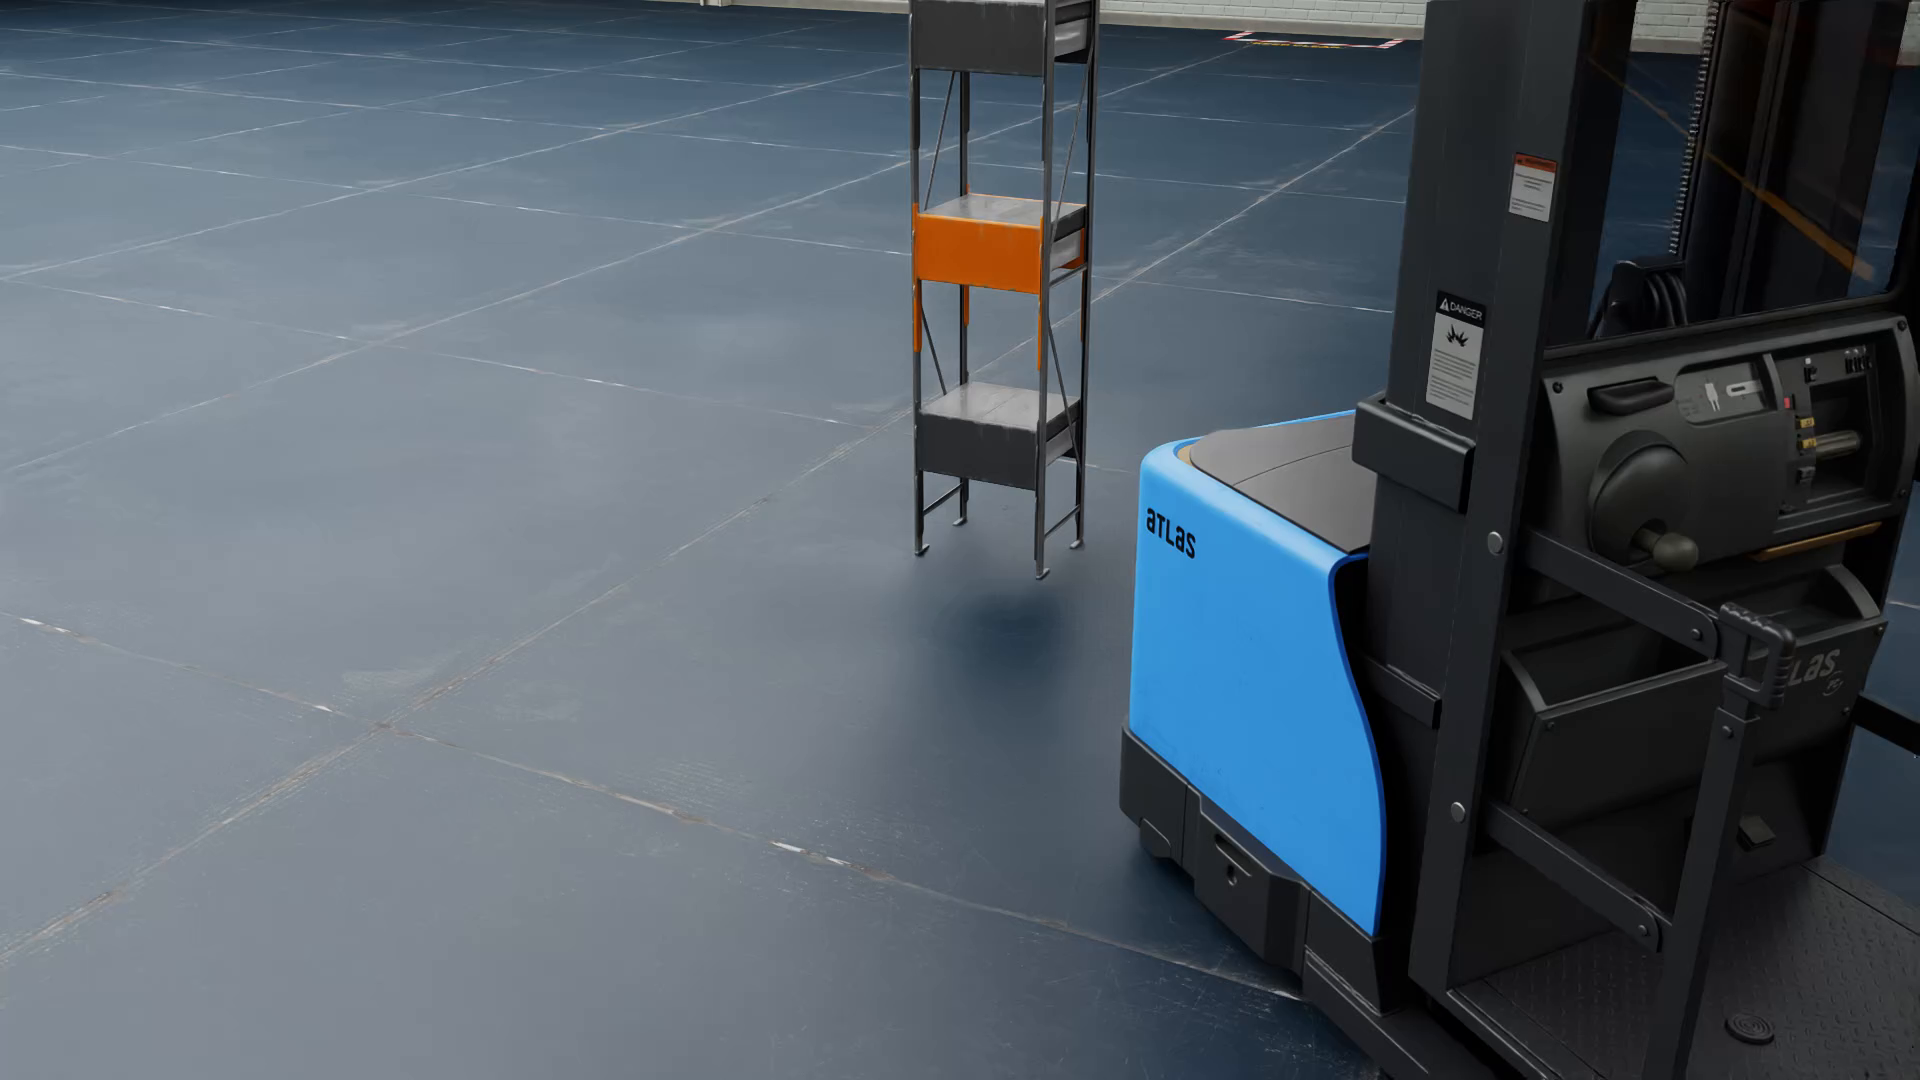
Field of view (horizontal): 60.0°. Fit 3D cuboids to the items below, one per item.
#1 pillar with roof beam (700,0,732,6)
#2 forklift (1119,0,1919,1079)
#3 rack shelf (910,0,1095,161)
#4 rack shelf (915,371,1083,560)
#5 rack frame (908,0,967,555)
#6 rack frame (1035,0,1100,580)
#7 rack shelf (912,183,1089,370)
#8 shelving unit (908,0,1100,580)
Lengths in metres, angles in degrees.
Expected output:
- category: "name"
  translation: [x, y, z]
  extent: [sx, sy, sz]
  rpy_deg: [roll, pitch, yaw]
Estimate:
- category: "pillar with roof beam"
  translation: [-5.704, -10.902, 20.387]
  extent: [0.400, 9.000, 9.100]
  rpy_deg: [11, 25, 25]
- category: "forklift"
  translation: [1.525, -0.157, 2.874]
  extent: [1.130, 2.935, 3.031]
  rpy_deg: [-11, 25, -24]
- category: "rack shelf"
  translation: [0.148, -1.569, 5.502]
  extent: [0.480, 0.518, 0.431]
  rpy_deg: [11, 25, 25]
- category: "rack shelf"
  translation: [0.148, -0.280, 6.050]
  extent: [0.480, 0.518, 0.431]
  rpy_deg: [11, 25, 25]
- category: "rack frame"
  translation: [-0.070, -0.980, 5.872]
  extent: [0.015, 2.100, 0.400]
  rpy_deg: [11, 25, 25]
- category: "rack frame"
  translation: [0.365, -0.894, 5.669]
  extent: [0.015, 2.100, 0.400]
  rpy_deg: [11, 25, 25]
- category: "rack shelf"
  translation: [0.148, -0.924, 5.776]
  extent: [0.480, 0.518, 0.431]
  rpy_deg: [11, 25, 25]
- category: "shelving unit"
  translation: [0.148, -0.937, 5.770]
  extent: [0.503, 2.100, 0.431]
  rpy_deg: [11, 25, 25]
